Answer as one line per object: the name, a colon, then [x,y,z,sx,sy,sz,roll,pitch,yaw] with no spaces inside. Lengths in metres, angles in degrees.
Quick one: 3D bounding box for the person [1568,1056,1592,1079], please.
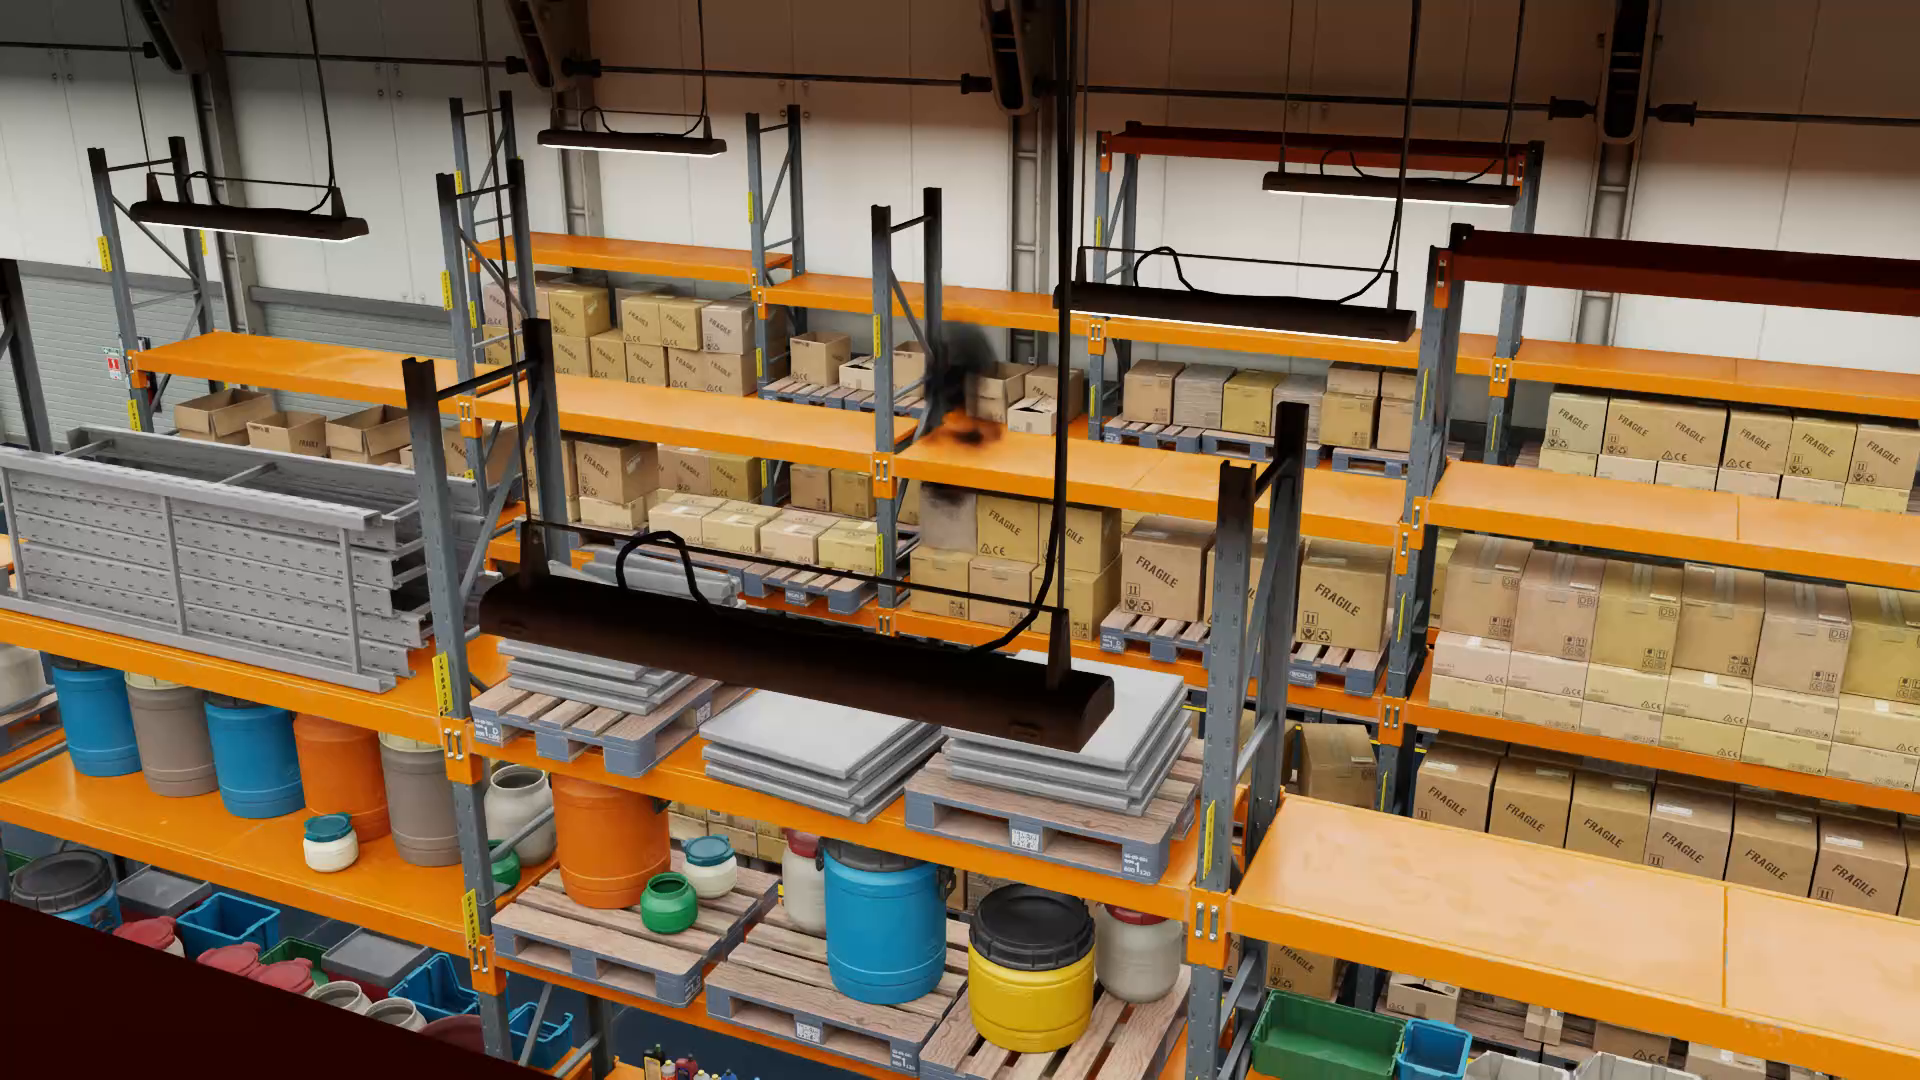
person: [3.710,3.859,10.084,0.554,1.659,0.616,9,22,22]
